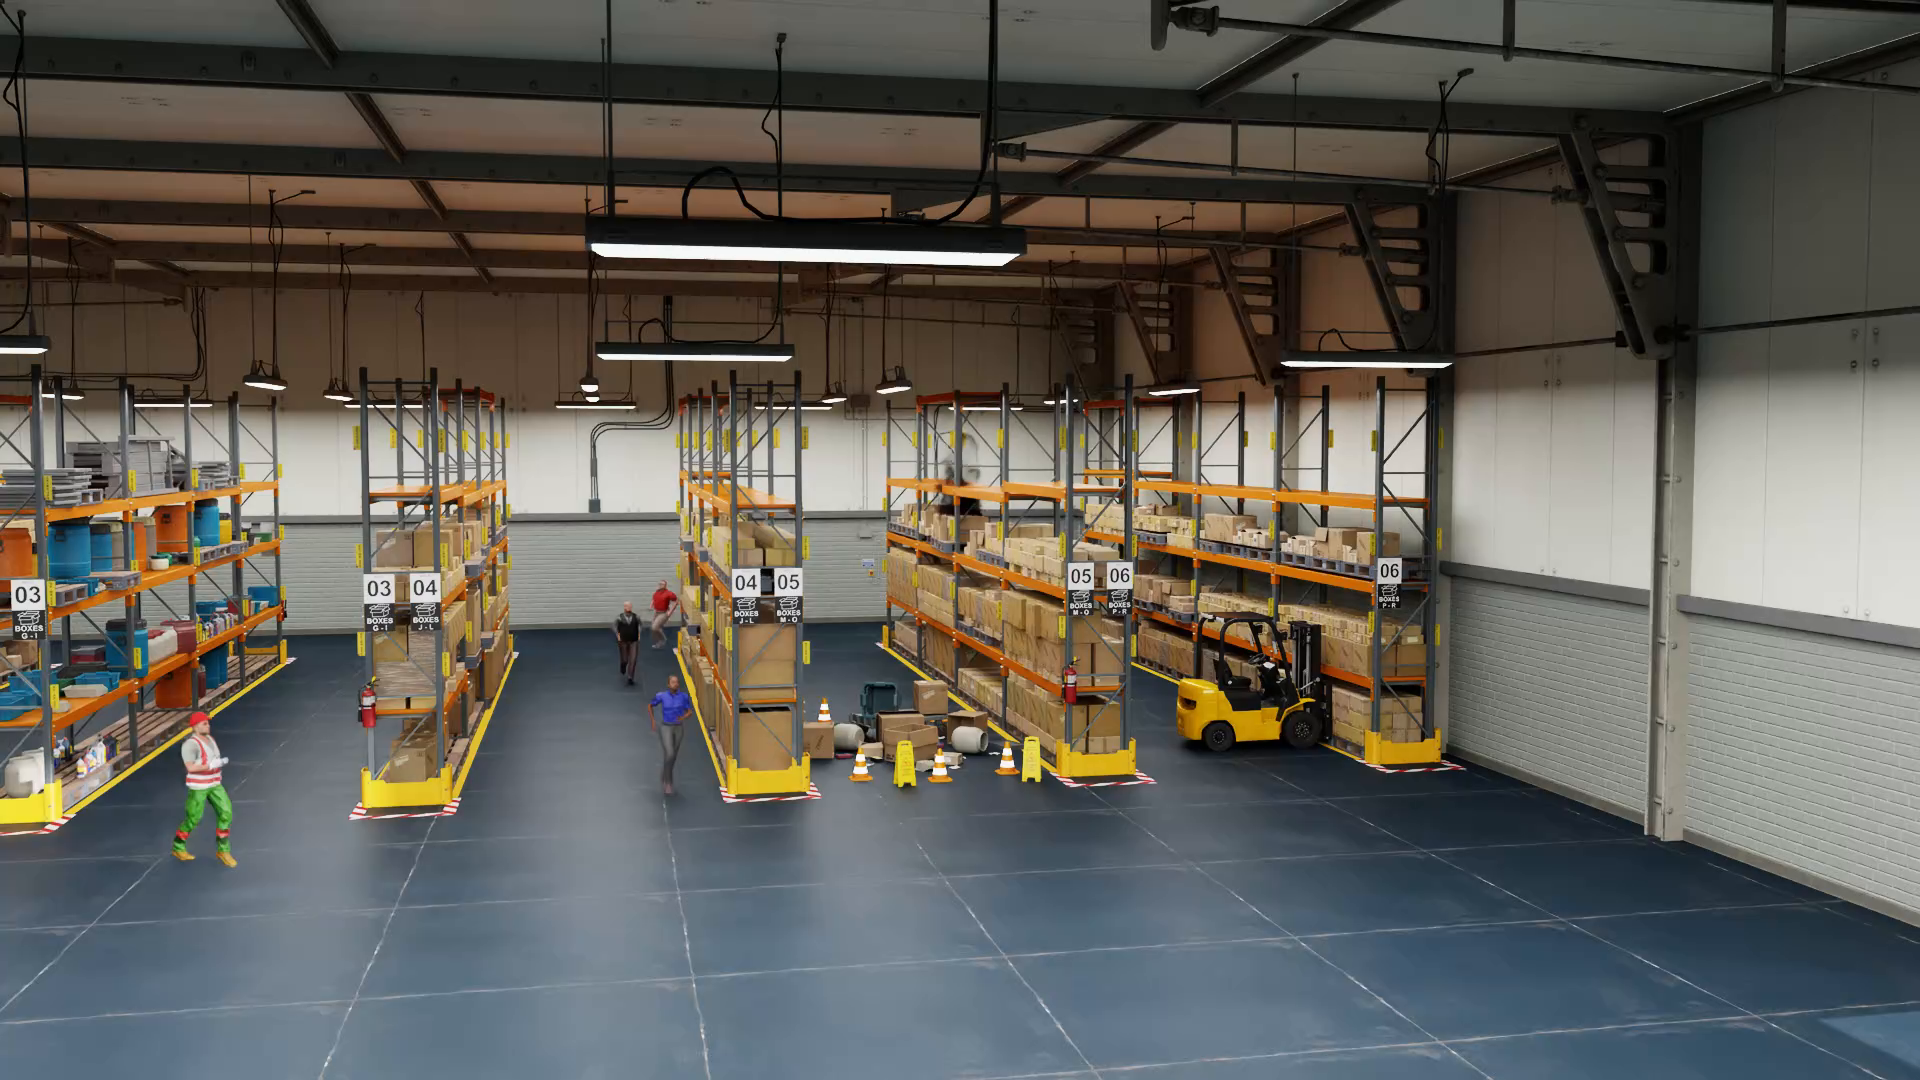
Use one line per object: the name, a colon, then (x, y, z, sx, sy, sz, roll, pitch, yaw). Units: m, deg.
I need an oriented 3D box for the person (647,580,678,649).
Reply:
person: (-7.175, 1.793, 39.895, 0.725, 1.674, 0.585, 3, 4, 36)

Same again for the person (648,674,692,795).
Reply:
person: (-4.140, 2.782, 23.844, 0.567, 1.729, 0.677, -2, 4, -31)

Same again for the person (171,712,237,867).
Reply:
person: (-8.908, 2.936, 19.571, 0.799, 1.845, 0.648, 1, 4, 16)

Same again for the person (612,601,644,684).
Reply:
person: (-6.871, 2.116, 34.467, 0.661, 1.694, 0.733, -1, 4, -20)
